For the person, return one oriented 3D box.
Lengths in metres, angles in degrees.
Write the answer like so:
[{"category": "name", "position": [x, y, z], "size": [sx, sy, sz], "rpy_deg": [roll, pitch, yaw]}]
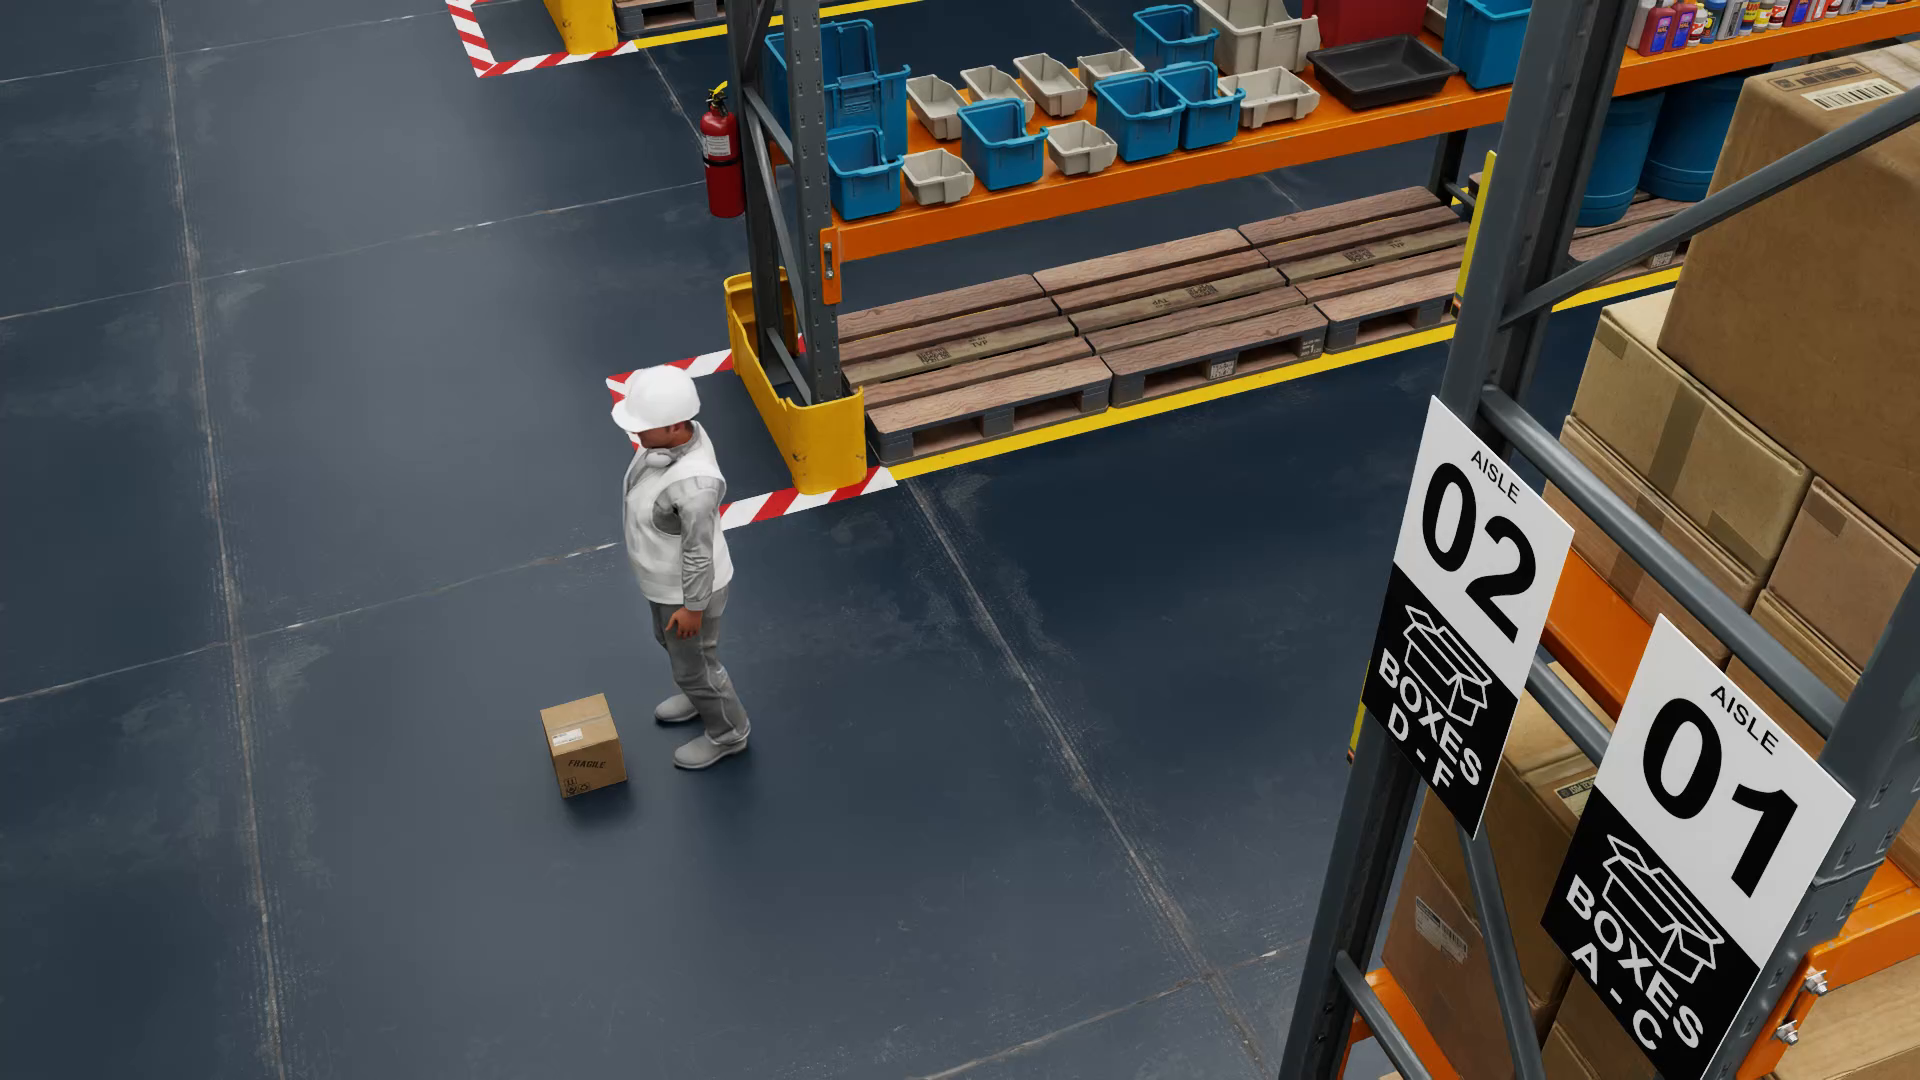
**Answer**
[{"category": "person", "position": [-1.006, 0.112, 6.019], "size": [0.360, 1.767, 0.533], "rpy_deg": [-14, 43, -16]}]
